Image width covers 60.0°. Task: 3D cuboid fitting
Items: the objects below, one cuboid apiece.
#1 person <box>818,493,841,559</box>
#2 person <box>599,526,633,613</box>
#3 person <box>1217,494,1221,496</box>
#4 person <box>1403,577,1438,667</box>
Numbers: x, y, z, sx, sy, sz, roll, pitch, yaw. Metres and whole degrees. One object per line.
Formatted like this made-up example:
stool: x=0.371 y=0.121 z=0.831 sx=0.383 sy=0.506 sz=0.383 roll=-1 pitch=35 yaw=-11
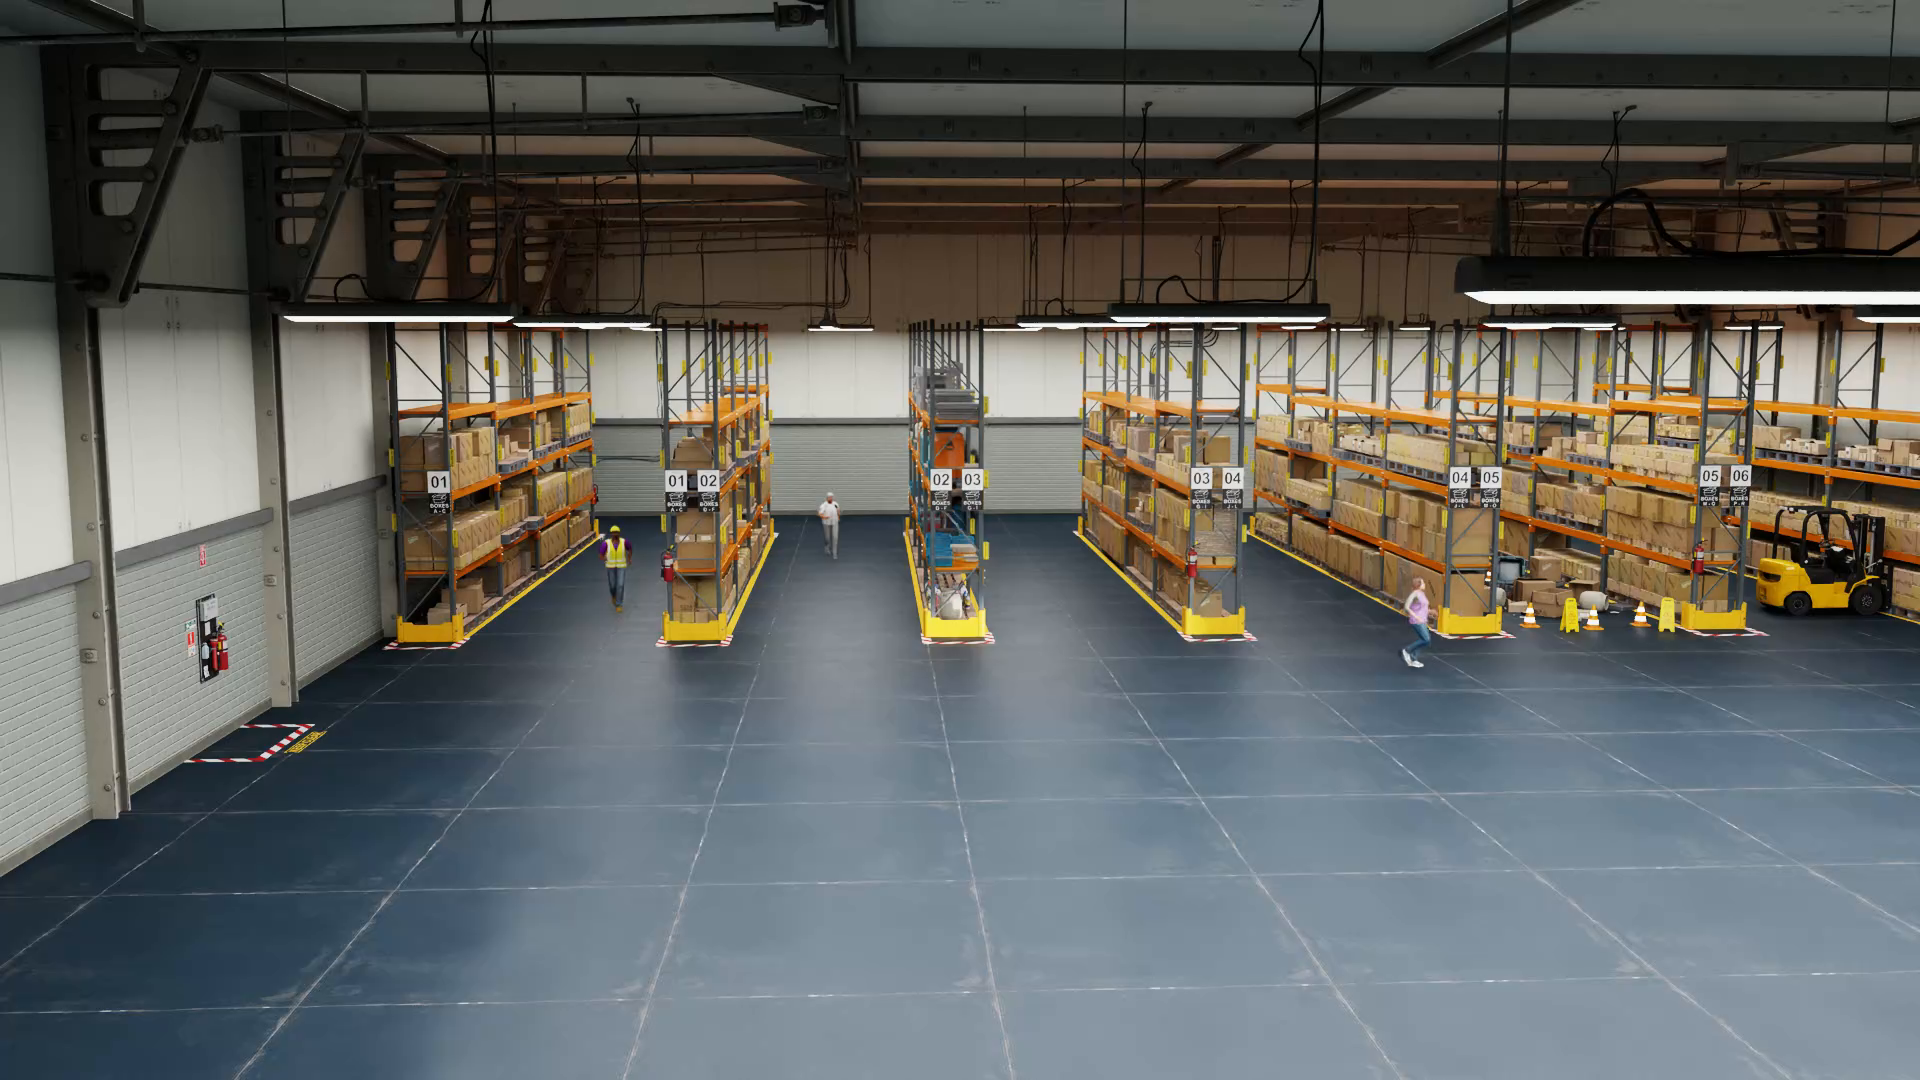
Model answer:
person: x=-3.342 y=-0.390 z=42.802 sx=0.608 sy=1.673 sz=0.928 roll=-2 pitch=7 yaw=-12
person: x=-7.140 y=0.581 z=34.522 sx=0.700 sy=1.761 sz=0.956 roll=-2 pitch=7 yaw=-12
person: x=7.186 y=-1.059 z=48.139 sx=0.766 sy=1.684 sz=0.599 roll=3 pitch=8 yaw=25
person: x=7.921 y=1.420 z=28.608 sx=0.542 sy=1.554 sz=0.531 roll=5 pitch=8 yaw=33
